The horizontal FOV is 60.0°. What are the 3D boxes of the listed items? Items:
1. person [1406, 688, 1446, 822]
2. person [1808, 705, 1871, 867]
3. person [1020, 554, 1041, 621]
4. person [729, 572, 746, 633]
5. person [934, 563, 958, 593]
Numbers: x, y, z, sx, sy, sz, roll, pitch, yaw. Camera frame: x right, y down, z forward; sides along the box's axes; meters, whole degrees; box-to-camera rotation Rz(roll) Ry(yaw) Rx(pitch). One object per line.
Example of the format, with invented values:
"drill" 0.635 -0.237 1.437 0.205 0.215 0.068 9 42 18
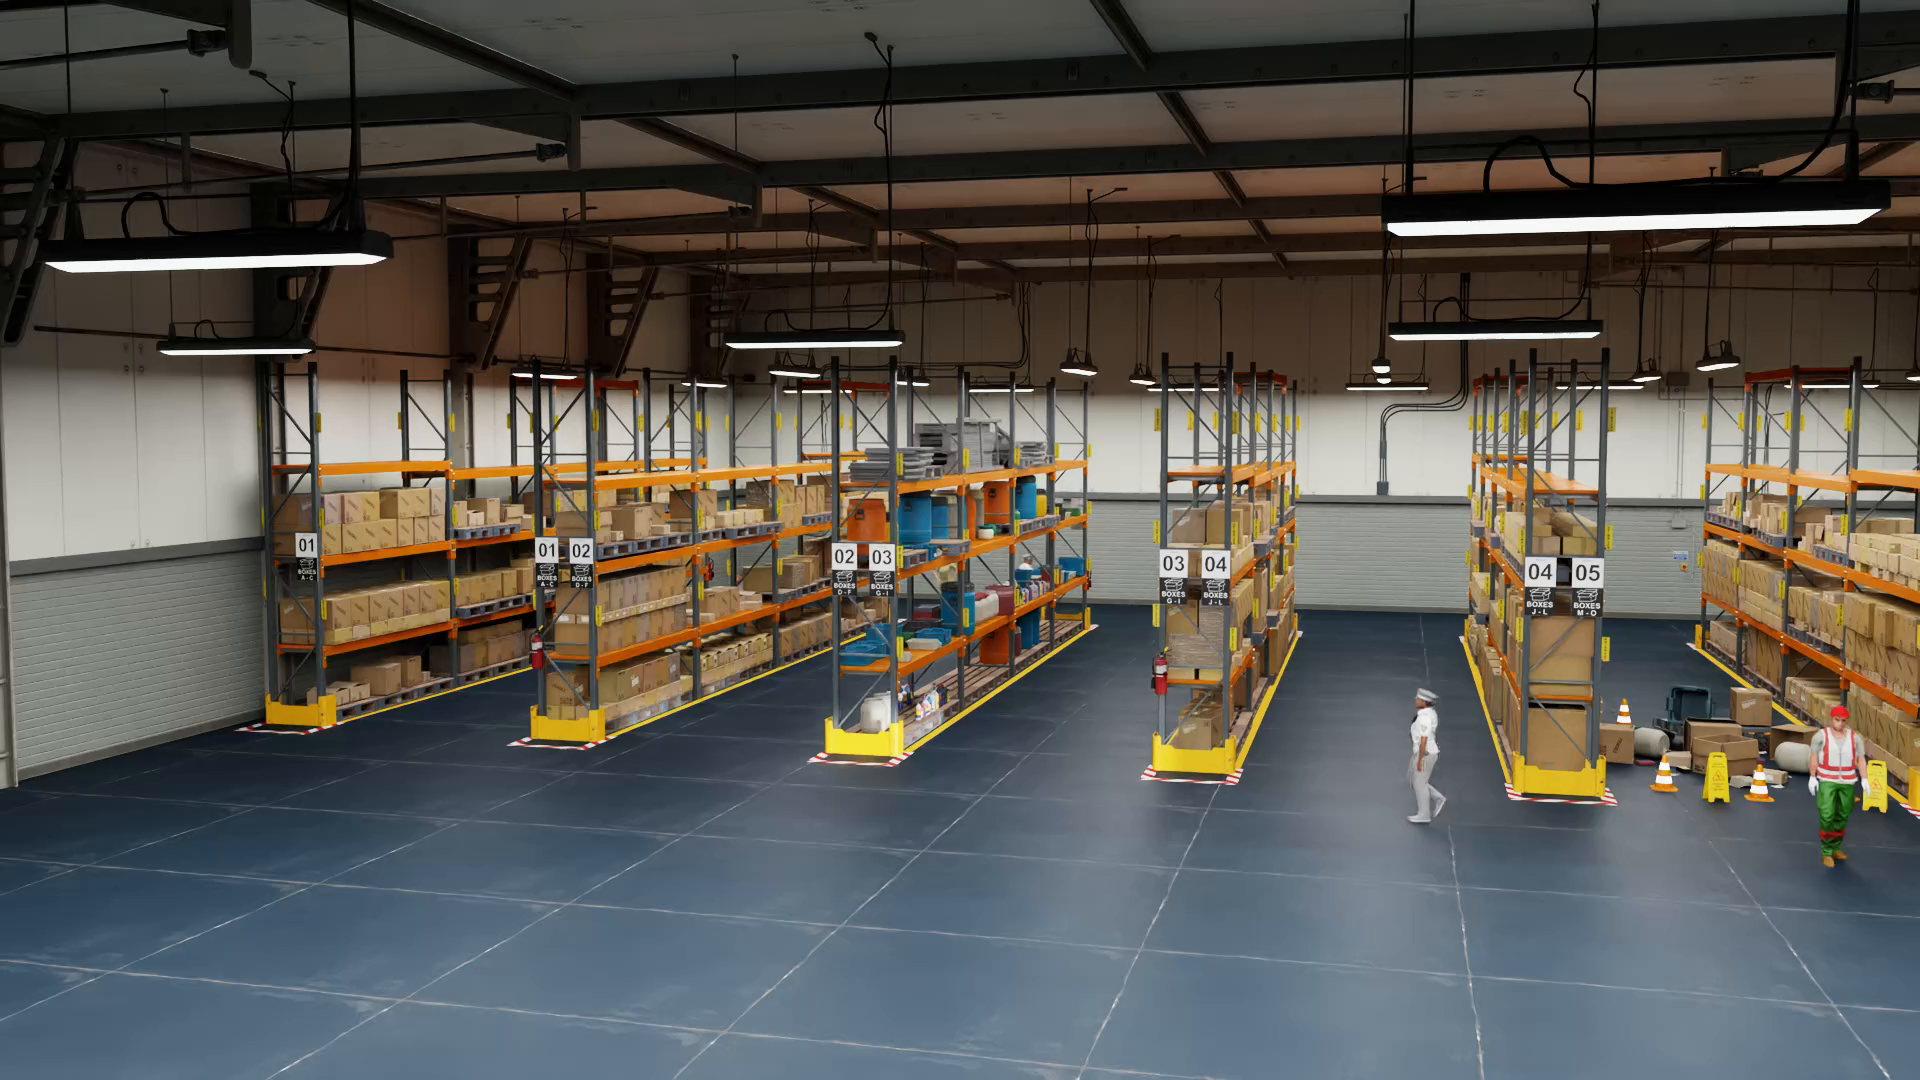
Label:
"person" 5.844 2.682 20.759 0.502 1.678 0.448 1 4 9
"person" 9.998 2.800 18.913 0.589 1.850 0.528 1 4 14
"person" 1.733 1.193 41.707 0.888 1.726 0.560 -2 4 -25
"person" -5.027 1.529 37.863 0.555 1.588 1.034 1 4 12
"person" -0.355 1.130 43.889 0.589 1.579 0.688 2 4 22
